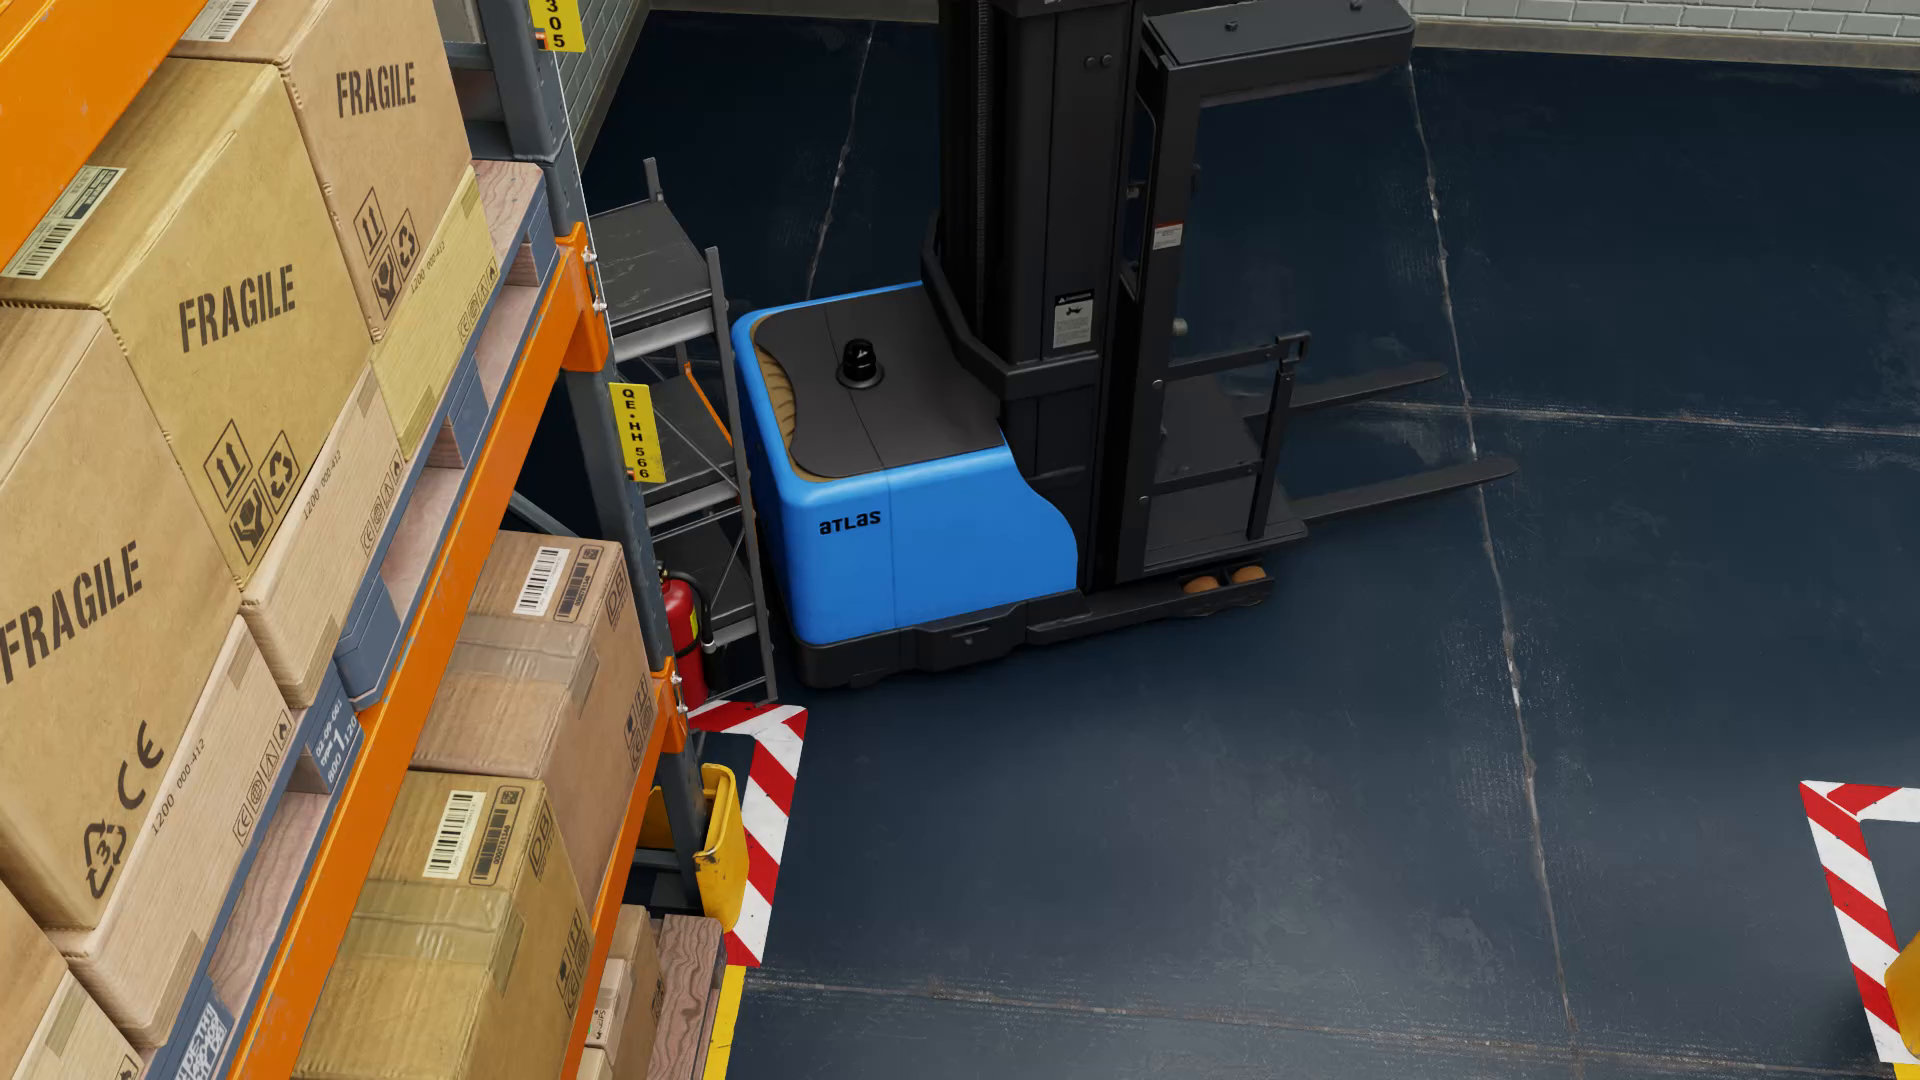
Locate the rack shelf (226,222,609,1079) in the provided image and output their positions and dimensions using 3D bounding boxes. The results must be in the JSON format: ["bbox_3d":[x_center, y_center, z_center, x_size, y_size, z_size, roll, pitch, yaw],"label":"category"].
[{"bbox_3d":[-1.505,0.868,2.404,1.077,0.370,4.000,4,48,4],"label":"rack shelf"}]

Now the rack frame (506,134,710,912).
[{"bbox_3d":[-1.323,0.168,4.590,1.000,3.000,0.127,4,48,4],"label":"rack frame"}]

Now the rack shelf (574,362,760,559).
[{"bbox_3d":[-0.976,-0.196,5.551,0.431,0.518,0.480,-21,51,-18],"label":"rack shelf"}]

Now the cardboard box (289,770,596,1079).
[{"bbox_3d":[-1.414,0.977,3.646,0.980,0.700,0.700,4,48,3],"label":"cardboard box"}]

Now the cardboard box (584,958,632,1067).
[{"bbox_3d":[-1.117,1.278,4.544,0.380,0.149,0.250,3,48,3],"label":"cardboard box"}]

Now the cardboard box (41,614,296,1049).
[{"bbox_3d":[-1.214,0.352,2.138,0.500,0.250,0.500,3,48,2],"label":"cardboard box"}]

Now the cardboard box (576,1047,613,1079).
[{"bbox_3d":[-1.140,1.466,4.372,0.380,0.149,0.250,5,48,5],"label":"cardboard box"}]

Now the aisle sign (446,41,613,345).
[{"bbox_3d":[-1.017,-0.743,3.661,0.394,0.787,0.004,4,48,4],"label":"aisle sign"}]

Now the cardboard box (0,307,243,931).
[{"bbox_3d":[-1.213,0.084,1.874,0.500,0.500,0.500,2,48,2],"label":"cardboard box"}]

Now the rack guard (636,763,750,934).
[{"bbox_3d":[-1.320,0.994,5.528,1.175,0.500,0.348,4,48,4],"label":"rack guard"}]

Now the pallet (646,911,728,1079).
[{"bbox_3d":[-1.318,1.702,5.077,1.003,0.211,1.213,4,48,4],"label":"pallet"}]

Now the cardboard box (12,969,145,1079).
[{"bbox_3d":[-1.262,0.729,1.793,0.500,0.250,0.500,3,48,2],"label":"cardboard box"}]

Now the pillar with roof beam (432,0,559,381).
[{"bbox_3d":[2.349,-3.610,3.979,9.100,9.000,0.400,4,48,4],"label":"pillar with roof beam"}]

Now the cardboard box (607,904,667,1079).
[{"bbox_3d":[-1.287,1.391,4.881,0.700,0.500,0.500,4,48,4],"label":"cardboard box"}]

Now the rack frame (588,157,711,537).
[{"bbox_3d":[-1.091,-0.364,5.686,0.400,2.100,0.015,-21,51,-18],"label":"rack frame"}]

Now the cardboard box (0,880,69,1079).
[{"bbox_3d":[-1.263,0.470,1.522,0.500,0.500,0.500,4,48,4],"label":"cardboard box"}]

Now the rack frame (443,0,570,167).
[{"bbox_3d":[-1.323,-1.857,2.376,1.000,3.000,0.127,4,48,4],"label":"rack frame"}]

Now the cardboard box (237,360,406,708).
[{"bbox_3d":[-1.171,-0.031,2.488,0.500,0.250,0.500,2,48,2],"label":"cardboard box"}]

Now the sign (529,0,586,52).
[{"bbox_3d":[-0.784,-1.070,3.143,0.100,0.325,0.005,4,48,4],"label":"sign"}]

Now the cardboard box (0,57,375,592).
[{"bbox_3d":[-1.174,-0.300,2.225,0.500,0.500,0.500,5,48,5],"label":"cardboard box"}]

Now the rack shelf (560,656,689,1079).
[{"bbox_3d":[-1.505,1.880,3.511,1.077,0.370,4.000,4,48,4],"label":"rack shelf"}]

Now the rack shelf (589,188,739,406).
[{"bbox_3d":[-0.976,-0.669,5.034,0.431,0.518,0.480,-21,51,-18],"label":"rack shelf"}]

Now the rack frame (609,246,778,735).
[{"bbox_3d":[-0.862,-0.046,5.395,0.400,2.100,0.015,-21,51,-18],"label":"rack frame"}]

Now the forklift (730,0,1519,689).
[{"bbox_3d":[0.723,-1.054,5.753,3.031,2.935,1.130,-12,49,-11],"label":"forklift"}]

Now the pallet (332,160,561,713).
[{"bbox_3d":[-1.380,-0.269,3.017,1.003,0.211,1.213,4,48,4],"label":"pallet"}]

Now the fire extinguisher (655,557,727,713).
[{"bbox_3d":[-0.849,0.240,4.829,0.296,0.674,0.183,4,48,4],"label":"fire extinguisher"}]

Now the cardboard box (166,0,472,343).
[{"bbox_3d":[-1.118,-0.667,2.561,0.500,0.500,0.500,4,48,3],"label":"cardboard box"}]

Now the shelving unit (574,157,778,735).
[{"bbox_3d":[-0.976,-0.205,5.541,0.431,2.100,0.503,-21,51,-18],"label":"shelving unit"}]

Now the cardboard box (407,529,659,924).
[{"bbox_3d":[-1.359,0.442,4.136,0.980,0.700,0.700,6,48,5],"label":"cardboard box"}]

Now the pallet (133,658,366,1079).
[{"bbox_3d":[-1.488,0.630,2.194,1.003,0.211,1.213,4,48,4],"label":"pallet"}]

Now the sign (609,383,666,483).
[{"bbox_3d":[-0.784,-0.256,4.033,0.100,0.325,0.005,4,48,4],"label":"sign"}]

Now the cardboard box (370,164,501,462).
[{"bbox_3d":[-1.125,-0.414,2.838,0.500,0.250,0.500,5,48,5],"label":"cardboard box"}]

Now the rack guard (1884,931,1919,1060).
[{"bbox_3d":[3.604,1.397,5.159,1.175,0.500,0.348,4,48,4],"label":"rack guard"}]

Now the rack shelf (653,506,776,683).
[{"bbox_3d":[-0.976,0.277,6.067,0.431,0.518,0.480,-21,51,-18],"label":"rack shelf"}]
